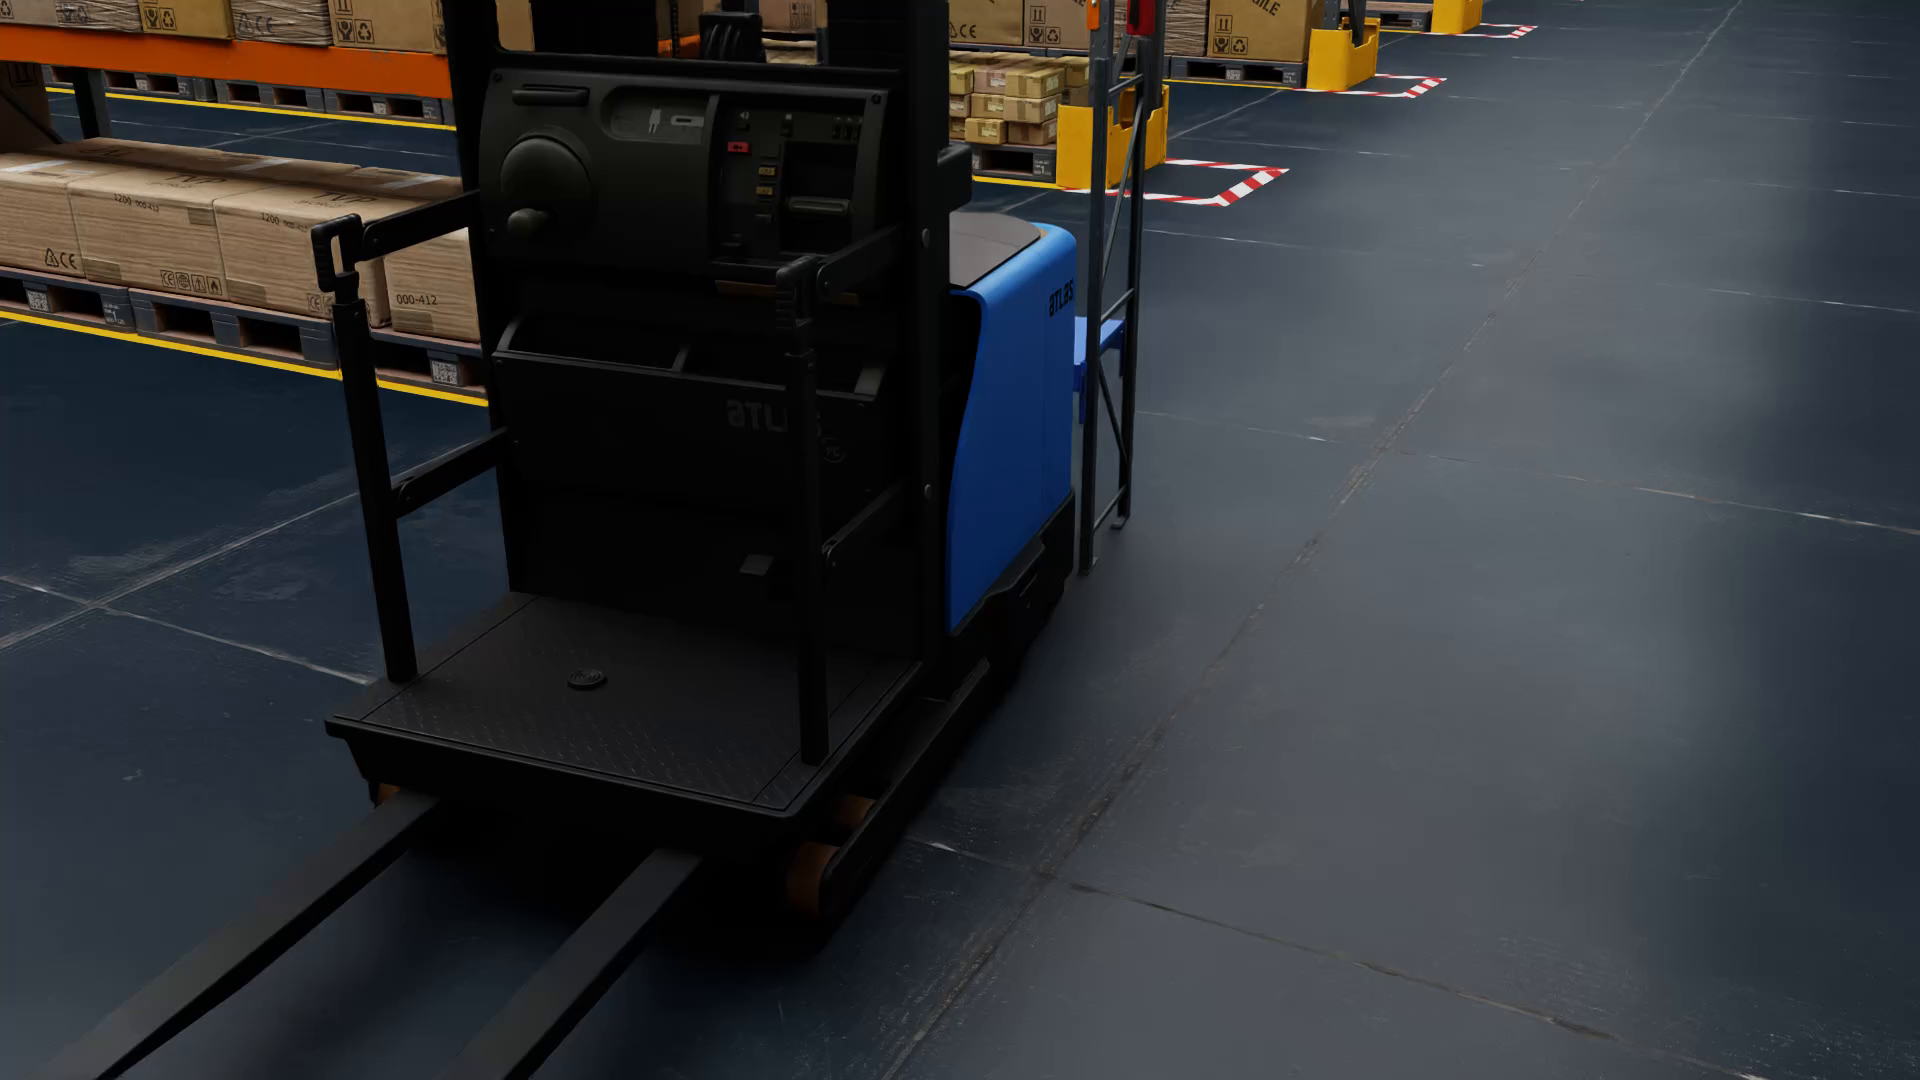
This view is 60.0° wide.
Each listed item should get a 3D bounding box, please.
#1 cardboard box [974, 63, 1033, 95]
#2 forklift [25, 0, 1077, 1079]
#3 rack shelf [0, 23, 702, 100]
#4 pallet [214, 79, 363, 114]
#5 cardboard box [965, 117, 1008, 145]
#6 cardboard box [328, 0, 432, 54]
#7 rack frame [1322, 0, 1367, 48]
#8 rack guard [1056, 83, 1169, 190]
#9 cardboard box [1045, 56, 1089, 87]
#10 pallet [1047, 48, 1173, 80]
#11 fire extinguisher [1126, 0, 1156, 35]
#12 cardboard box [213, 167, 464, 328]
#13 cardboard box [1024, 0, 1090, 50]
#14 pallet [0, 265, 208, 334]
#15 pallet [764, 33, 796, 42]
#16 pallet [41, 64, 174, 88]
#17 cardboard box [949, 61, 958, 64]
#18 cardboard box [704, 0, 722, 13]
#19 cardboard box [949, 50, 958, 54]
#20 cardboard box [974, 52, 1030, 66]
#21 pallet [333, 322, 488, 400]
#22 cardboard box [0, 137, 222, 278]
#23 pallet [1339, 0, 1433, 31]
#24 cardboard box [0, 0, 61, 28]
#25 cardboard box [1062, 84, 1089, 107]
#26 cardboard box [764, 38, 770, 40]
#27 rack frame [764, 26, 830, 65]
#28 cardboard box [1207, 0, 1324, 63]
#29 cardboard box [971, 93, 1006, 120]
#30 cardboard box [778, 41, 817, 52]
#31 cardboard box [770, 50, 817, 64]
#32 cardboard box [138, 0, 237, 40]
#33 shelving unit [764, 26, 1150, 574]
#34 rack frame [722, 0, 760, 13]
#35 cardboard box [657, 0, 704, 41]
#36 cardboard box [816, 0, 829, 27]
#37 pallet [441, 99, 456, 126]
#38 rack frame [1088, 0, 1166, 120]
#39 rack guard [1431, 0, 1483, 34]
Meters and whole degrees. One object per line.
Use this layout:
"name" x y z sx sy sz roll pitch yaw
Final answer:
"cardboard box" 0.285 -3.000 10.816 0.250 0.149 0.380 12 26 26
"forklift" -0.659 -0.747 3.261 1.130 2.935 3.031 8 24 19
"rack shelf" -2.858 -2.051 7.158 4.000 0.370 1.077 11 25 25
"pallet" -5.373 -3.766 13.836 1.213 0.211 1.003 11 25 25
"cardboard box" 0.231 -2.687 10.841 0.250 0.149 0.380 12 26 26
"cardboard box" -2.064 -2.161 6.371 0.500 0.500 0.500 11 25 23
"rack frame" 3.398 -5.490 14.325 0.127 3.000 1.000 11 25 25
"rack guard" 1.002 -2.638 10.815 0.348 0.500 1.175 11 25 25
"cardboard box" 0.756 -3.141 11.150 0.250 0.149 0.380 10 25 22
"pallet" 1.564 -4.536 15.646 1.213 0.211 1.003 11 25 25
"fire extinguisher" 1.086 -3.362 9.898 0.183 0.674 0.296 11 25 25
"cardboard box" -2.528 -1.283 7.171 0.875 0.438 0.875 12 26 26
"cardboard box" 1.184 -5.108 15.606 0.875 0.875 0.875 11 25 25
"pallet" -4.000 -1.290 8.013 1.213 0.211 1.003 11 25 25
"pallet" -1.987 -5.237 17.296 1.213 0.211 1.003 11 25 25
"pallet" -7.824 -4.286 15.058 1.213 0.211 1.003 11 25 25
"cardboard box" -0.206 -3.069 10.979 0.250 0.149 0.380 10 25 22
"cardboard box" -2.343 -5.828 17.301 0.875 0.875 1.225 11 26 25
"cardboard box" -0.214 -3.304 11.533 0.250 0.149 0.380 12 26 27
"cardboard box" 0.288 -3.237 11.375 0.250 0.149 0.380 11 25 24
"pallet" -1.822 -0.859 7.000 1.213 0.211 1.003 11 25 25
"cardboard box" -4.131 -1.601 7.918 0.875 0.438 0.875 11 25 24
"pallet" 4.914 -6.095 19.313 1.213 0.211 1.003 11 25 25
"cardboard box" -3.895 -2.516 7.206 0.500 0.500 0.500 11 26 25
"cardboard box" 0.718 -2.975 11.140 0.250 0.149 0.380 12 26 27
"cardboard box" -1.594 -3.592 12.209 0.250 0.149 0.380 11 25 24
"rack frame" -0.500 -0.816 5.252 0.032 1.500 0.500 8 24 18
"cardboard box" 2.791 -4.790 14.859 0.875 0.875 0.875 11 25 25
"cardboard box" 0.261 -2.852 10.849 0.250 0.149 0.380 11 25 23
"cardboard box" -1.114 -3.503 12.001 0.250 0.149 0.380 10 25 22
"cardboard box" -1.105 -3.276 11.466 0.250 0.149 0.380 10 25 22
"cardboard box" -2.995 -2.335 6.780 0.500 0.500 0.500 12 26 26
"shelving unit" -0.021 -0.748 5.093 1.048 1.500 0.538 8 24 18
"rack frame" -1.073 -2.028 6.187 0.127 3.000 1.000 11 25 25
"cardboard box" -1.372 -2.259 6.602 0.500 0.500 0.500 11 25 24
"cardboard box" -0.752 -5.517 16.569 0.875 0.875 1.225 11 26 25
"pallet" -3.195 -3.335 12.823 1.213 0.211 1.003 11 25 25
"rack frame" 1.070 -3.775 10.294 0.127 3.000 1.000 11 25 25
"rack guard" 5.660 -6.069 18.883 0.348 0.500 1.175 11 25 25
